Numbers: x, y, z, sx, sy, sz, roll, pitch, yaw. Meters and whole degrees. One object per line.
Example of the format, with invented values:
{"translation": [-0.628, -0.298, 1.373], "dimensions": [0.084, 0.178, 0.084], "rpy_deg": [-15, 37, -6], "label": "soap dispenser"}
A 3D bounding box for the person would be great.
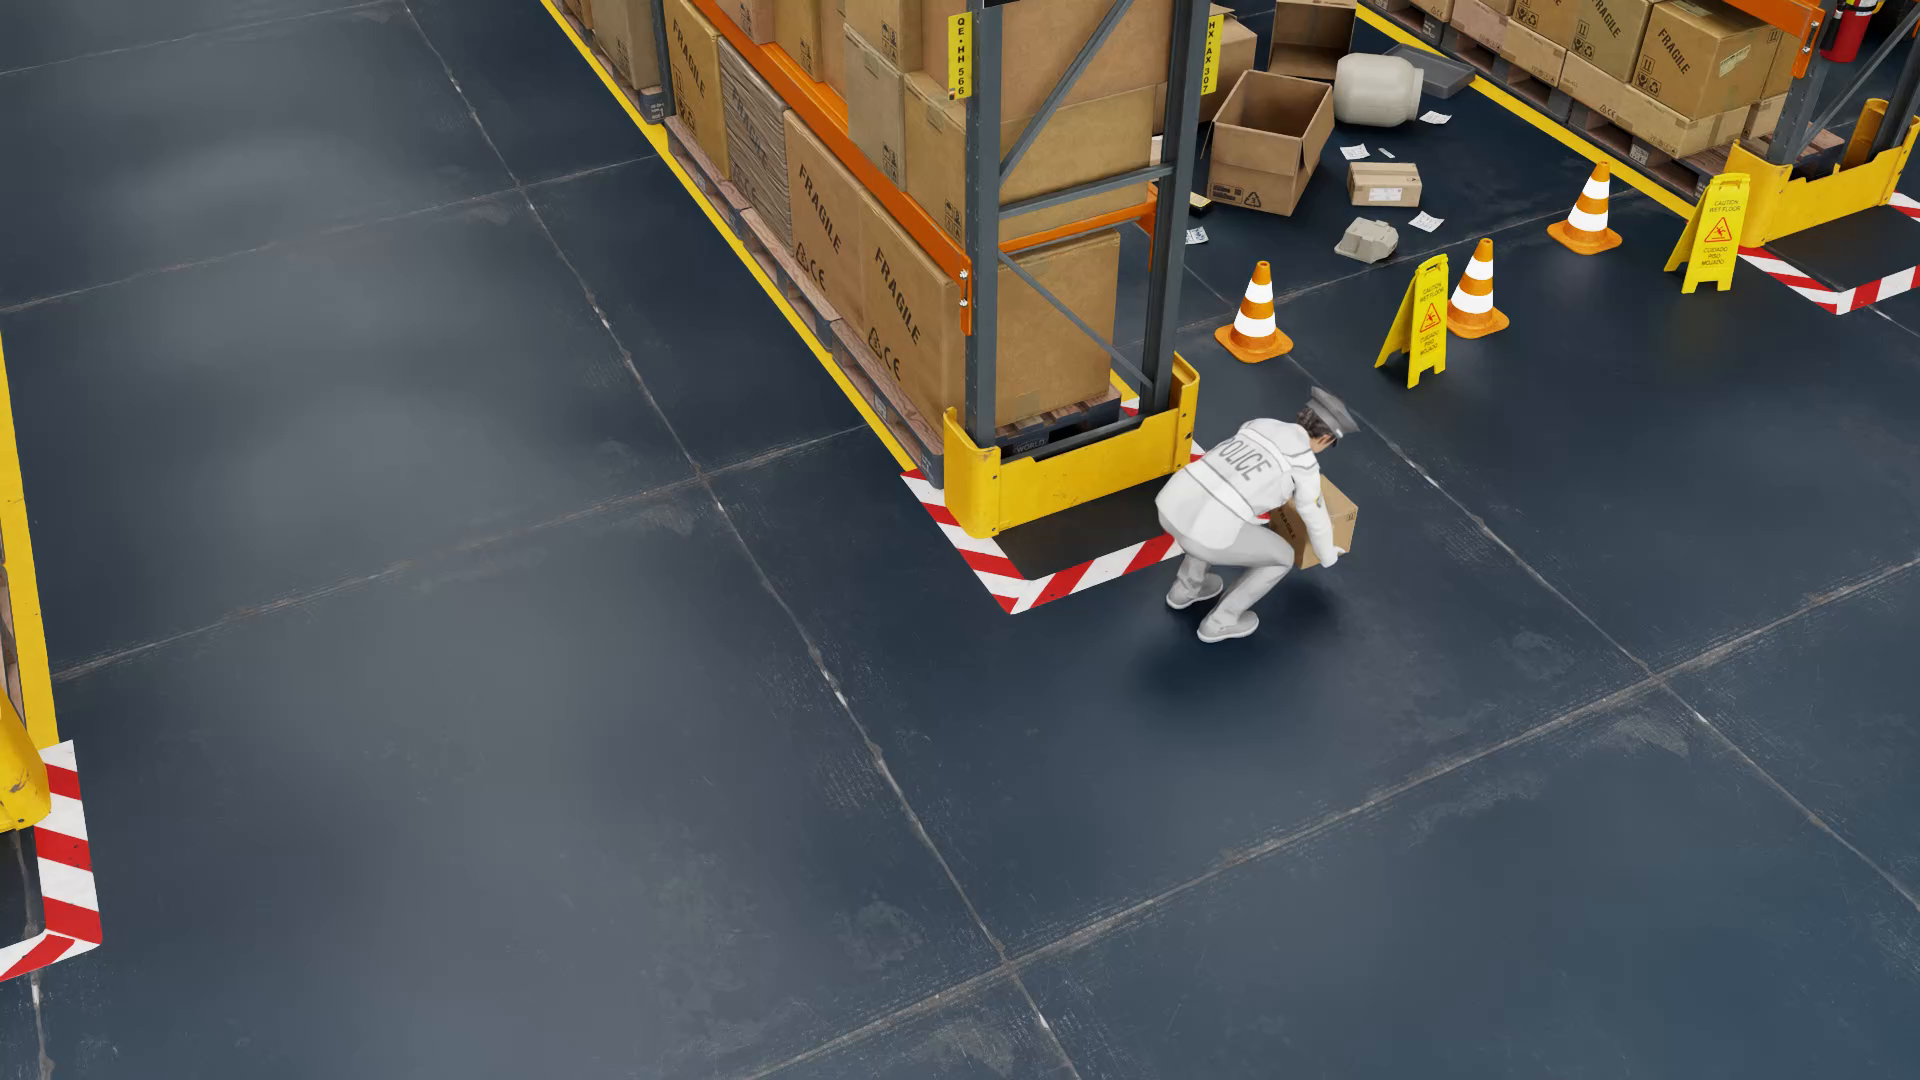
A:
{"translation": [1.206, -0.105, 6.798], "dimensions": [0.903, 0.981, 0.468], "rpy_deg": [-21, 45, -22], "label": "person"}
